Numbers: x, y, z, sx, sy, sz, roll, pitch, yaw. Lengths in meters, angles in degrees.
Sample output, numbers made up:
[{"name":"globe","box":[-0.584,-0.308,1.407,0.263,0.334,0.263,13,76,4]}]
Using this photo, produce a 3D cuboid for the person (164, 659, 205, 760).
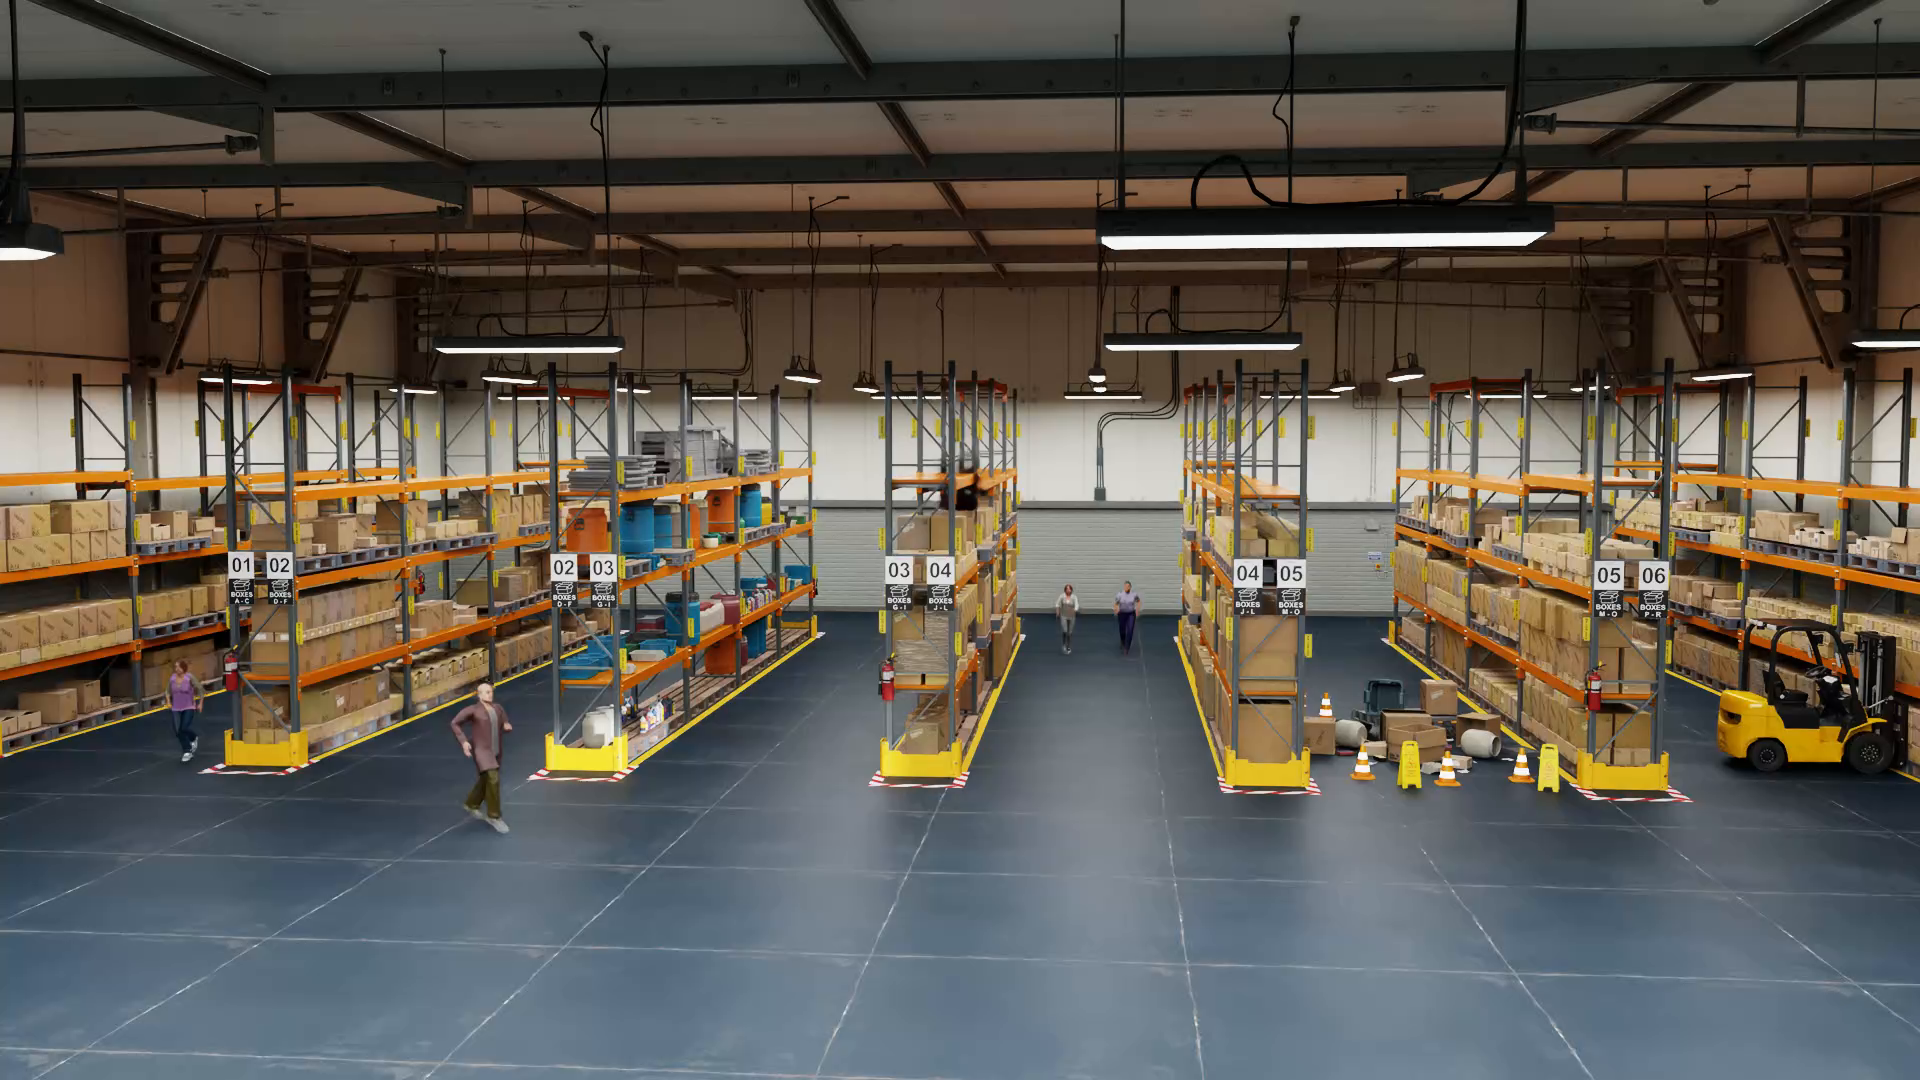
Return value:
[{"name":"person","box":[-11.782,2.580,25.209,0.553,1.555,0.549,0,4,-3]}]

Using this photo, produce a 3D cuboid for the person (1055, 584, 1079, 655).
[{"name":"person","box":[2.393,1.767,37.032,0.502,1.580,0.730,0,4,-2]}]

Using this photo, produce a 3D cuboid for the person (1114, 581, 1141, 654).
[{"name":"person","box":[3.793,1.738,37.659,0.613,1.615,0.761,0,4,7]}]

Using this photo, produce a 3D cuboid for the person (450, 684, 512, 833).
[{"name":"person","box":[-5.989,2.724,20.982,0.903,1.837,0.681,2,4,27]}]
